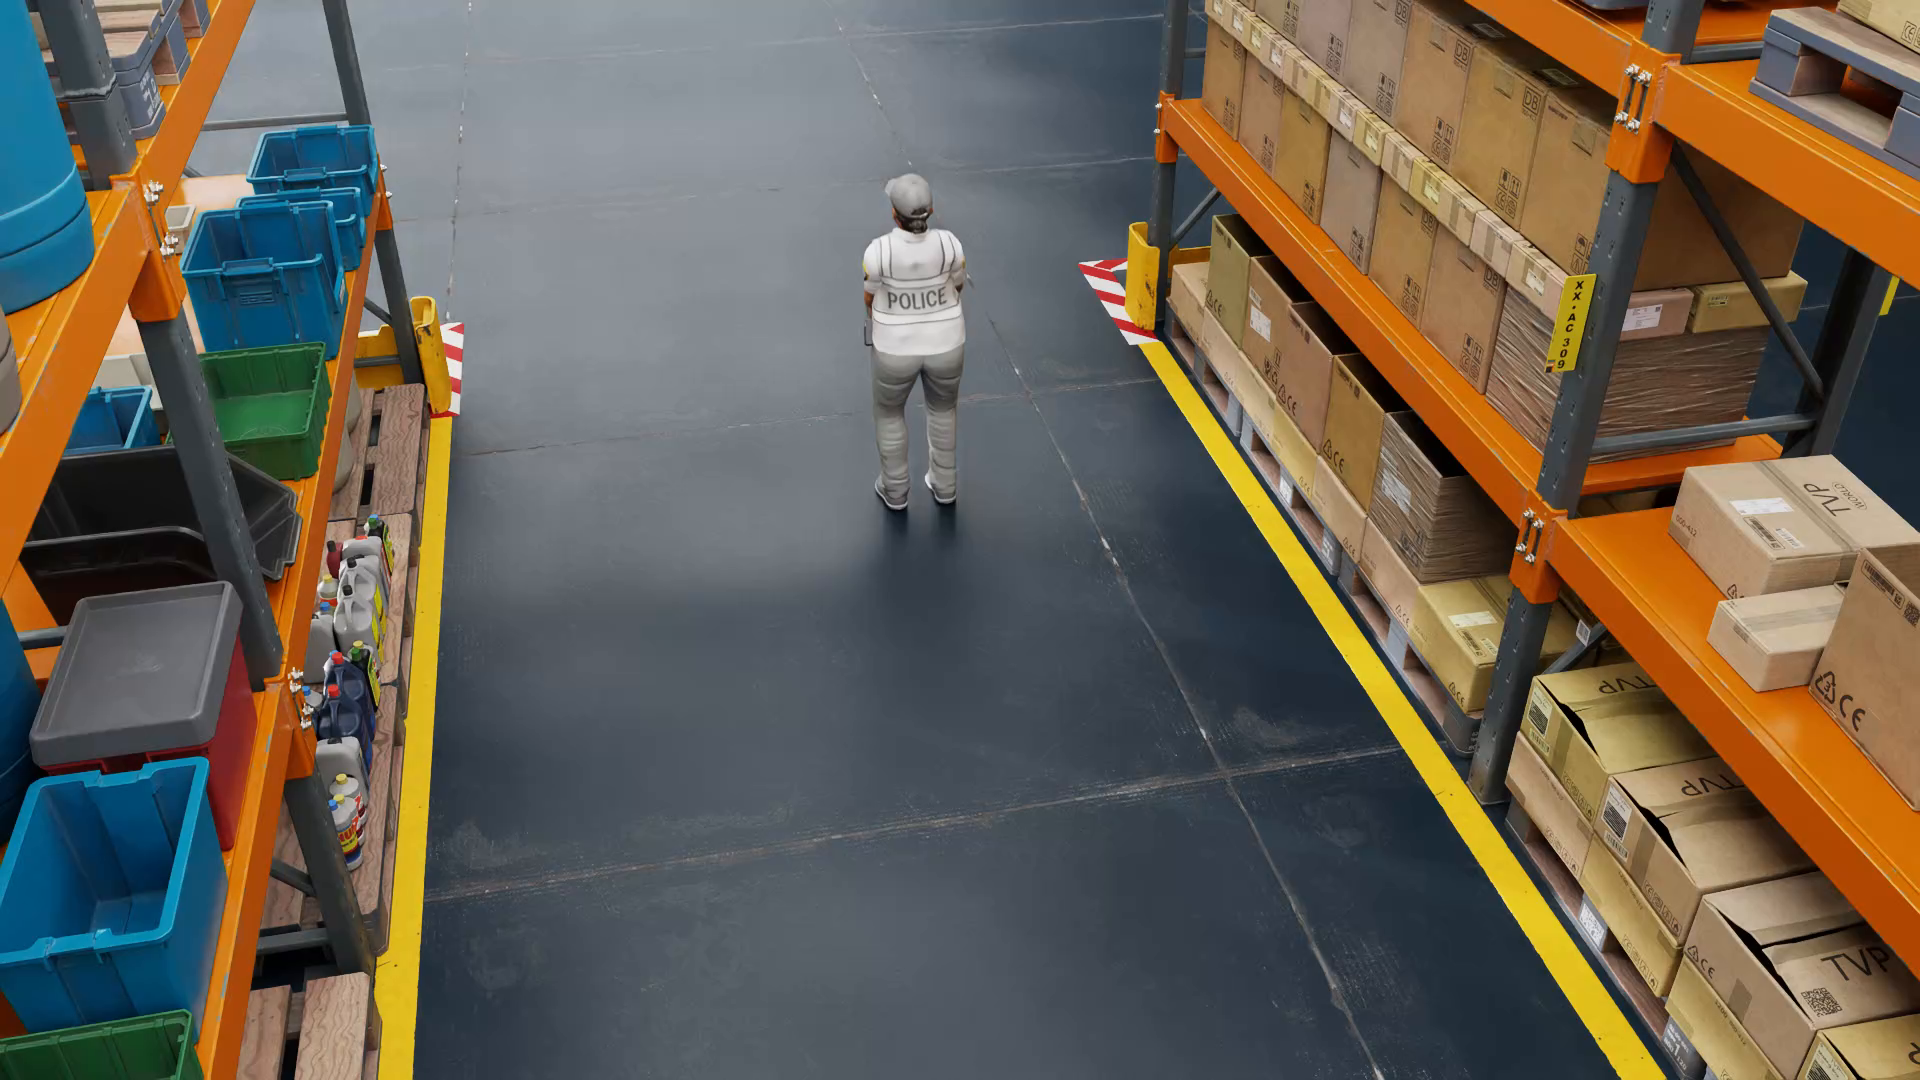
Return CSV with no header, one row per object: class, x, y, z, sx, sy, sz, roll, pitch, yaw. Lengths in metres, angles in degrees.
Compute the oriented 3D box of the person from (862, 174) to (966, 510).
person,-0.215,-0.897,7.453,0.453,1.655,0.541,-7,35,-10
